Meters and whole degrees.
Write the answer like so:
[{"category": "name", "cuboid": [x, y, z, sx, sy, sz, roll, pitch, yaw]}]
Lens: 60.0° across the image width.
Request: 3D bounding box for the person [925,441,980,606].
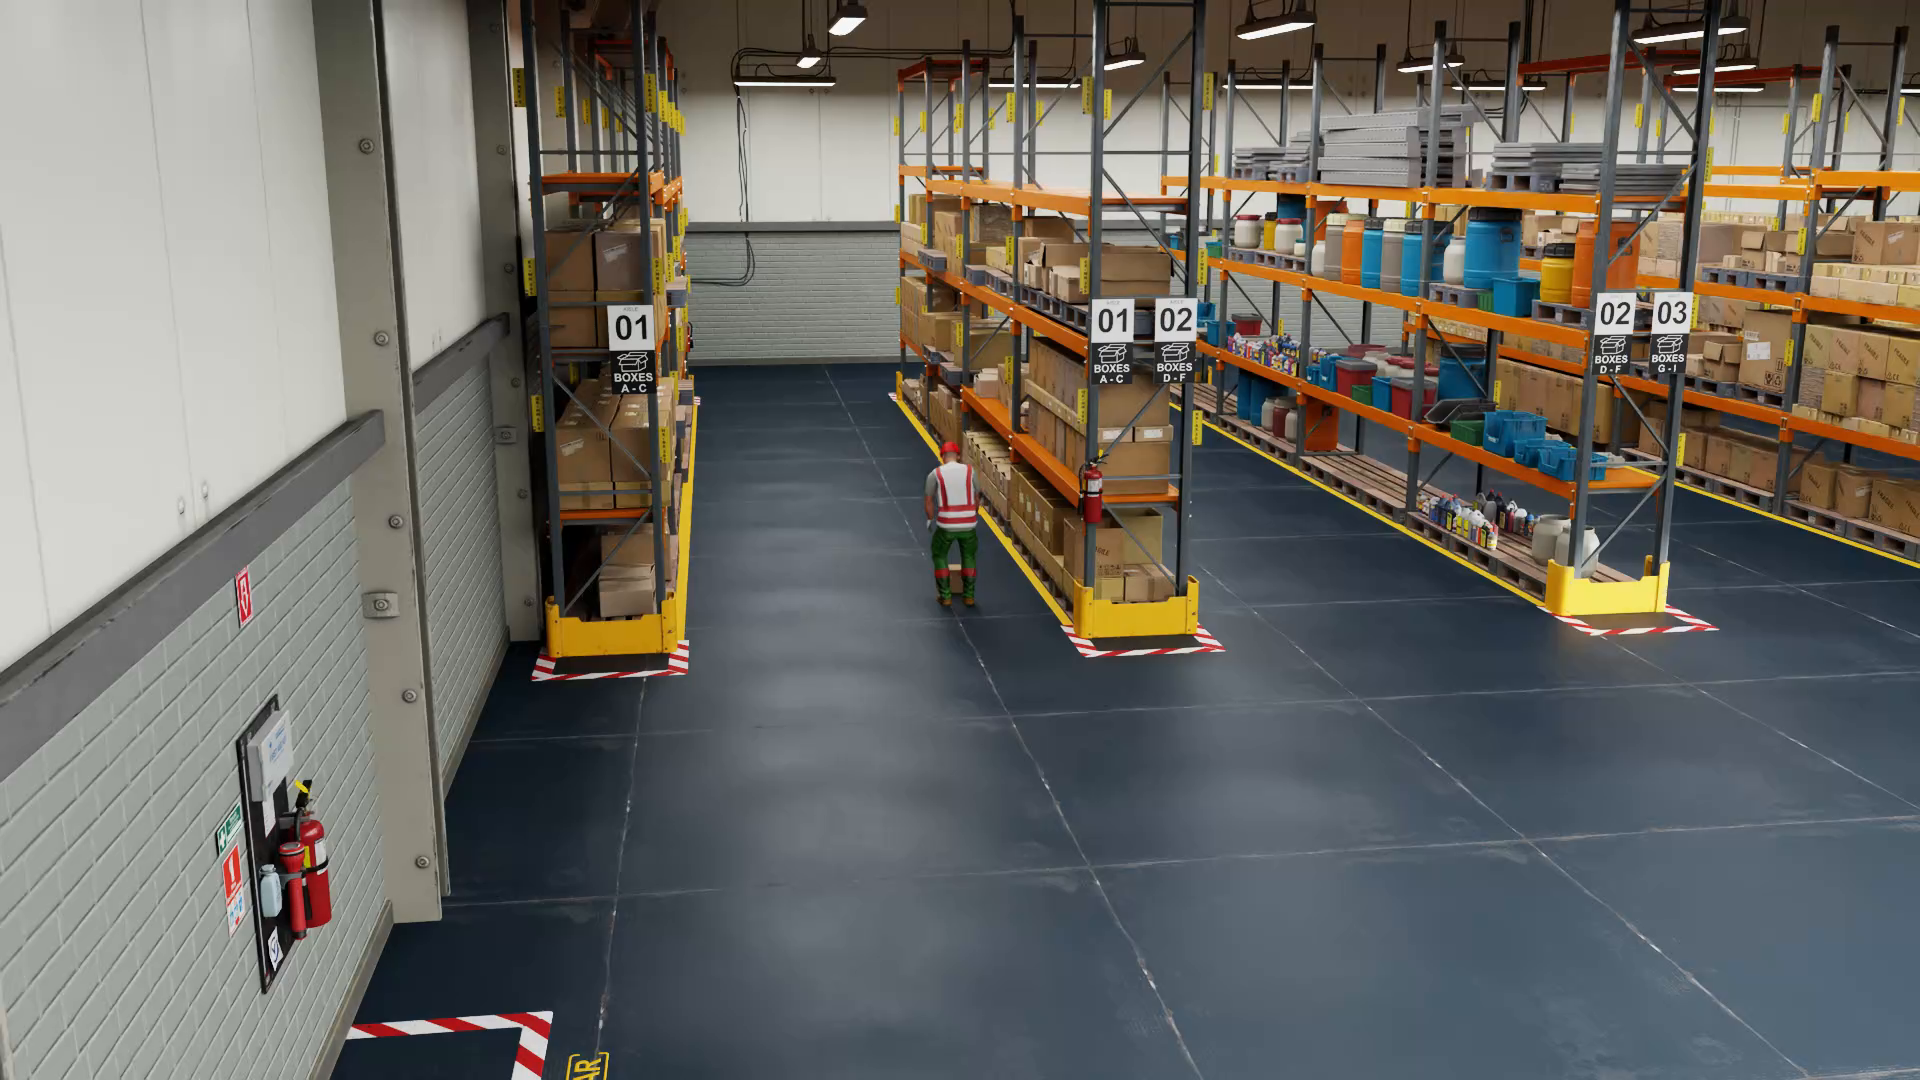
[{"category": "person", "cuboid": [-0.080, -0.168, 16.976, 0.564, 1.647, 0.580, -2, 13, -7]}]
